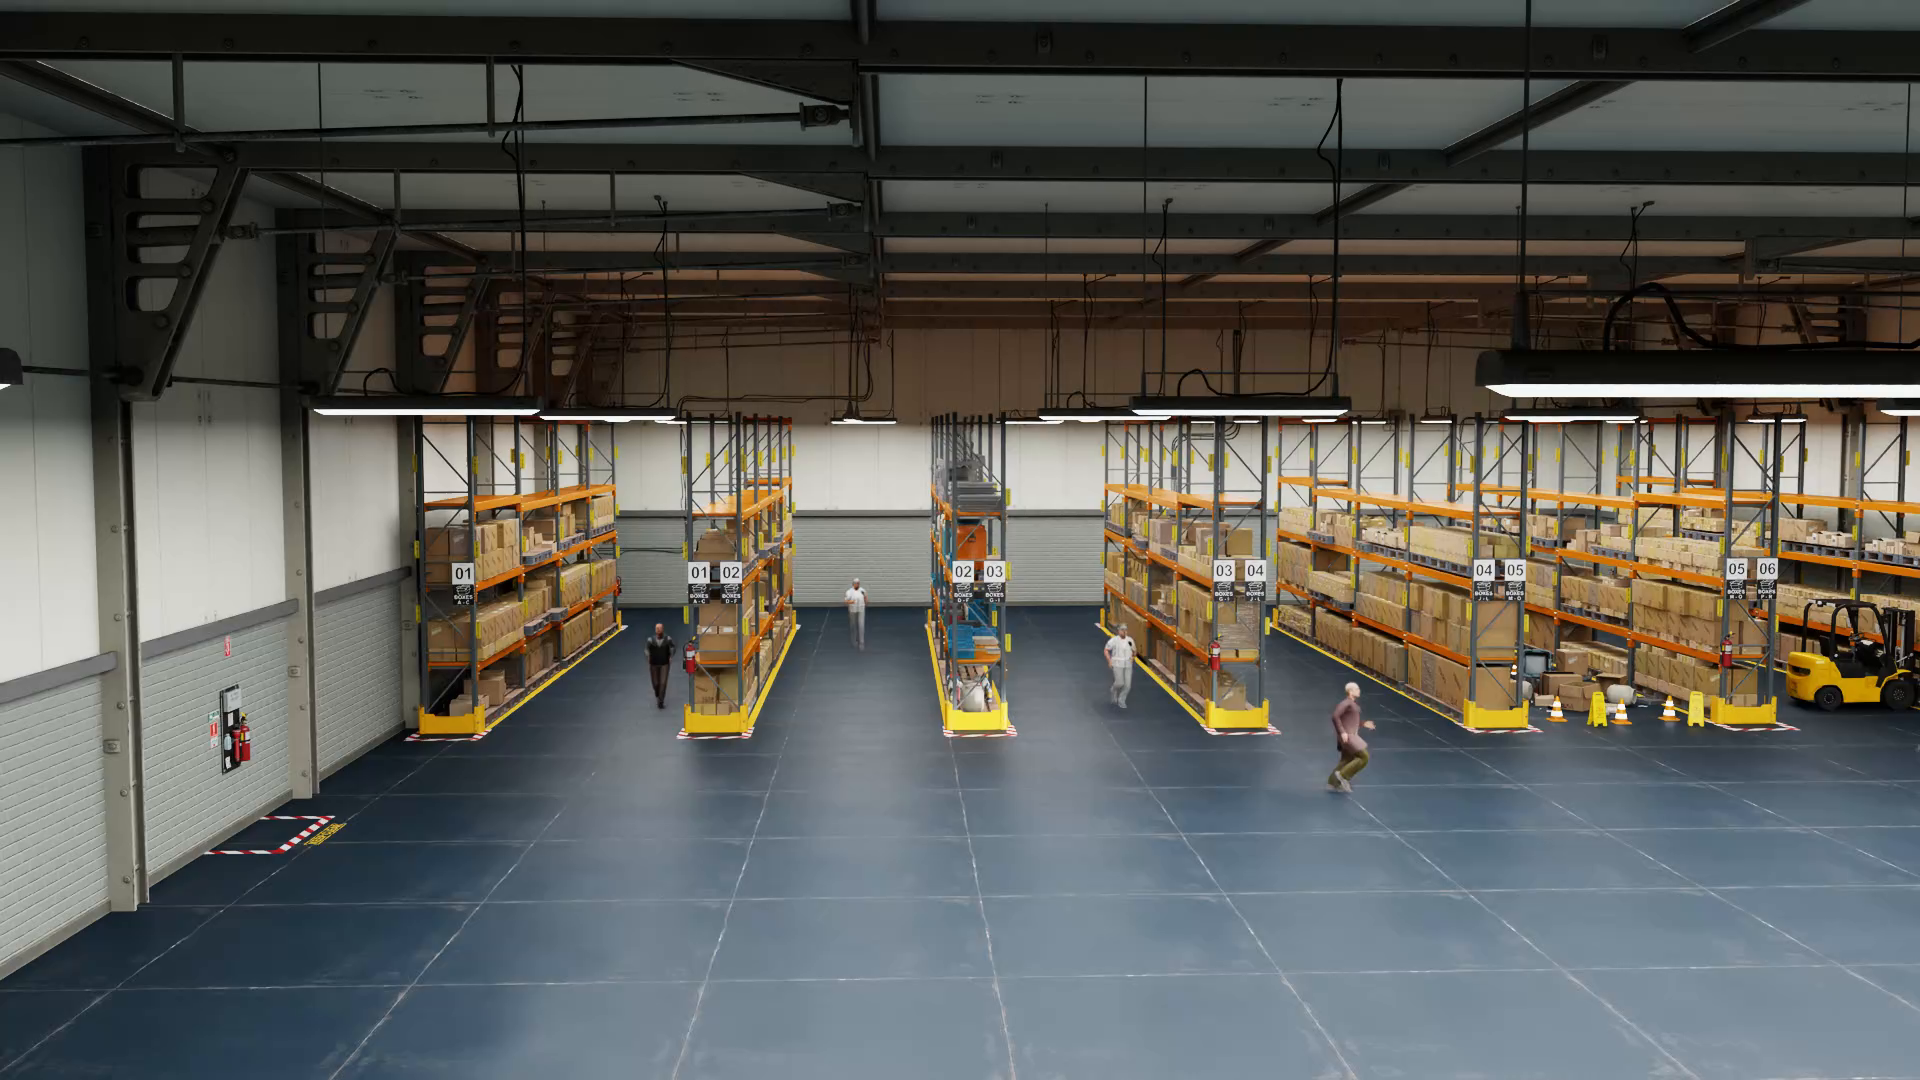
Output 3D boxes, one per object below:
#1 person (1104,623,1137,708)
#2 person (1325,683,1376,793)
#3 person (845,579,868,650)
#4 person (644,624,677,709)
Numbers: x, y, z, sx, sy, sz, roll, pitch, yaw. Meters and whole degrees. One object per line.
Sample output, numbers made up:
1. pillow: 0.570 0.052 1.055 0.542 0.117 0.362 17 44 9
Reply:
1. person: 3.308 2.552 33.828 0.658 1.739 0.591 -1 4 -14
2. person: 6.095 3.082 25.944 0.760 1.723 0.627 1 4 17
3. person: -2.554 1.812 41.025 0.593 1.737 0.763 -1 4 -10
4. person: -6.153 2.566 34.146 0.661 1.708 0.792 -1 4 -7
